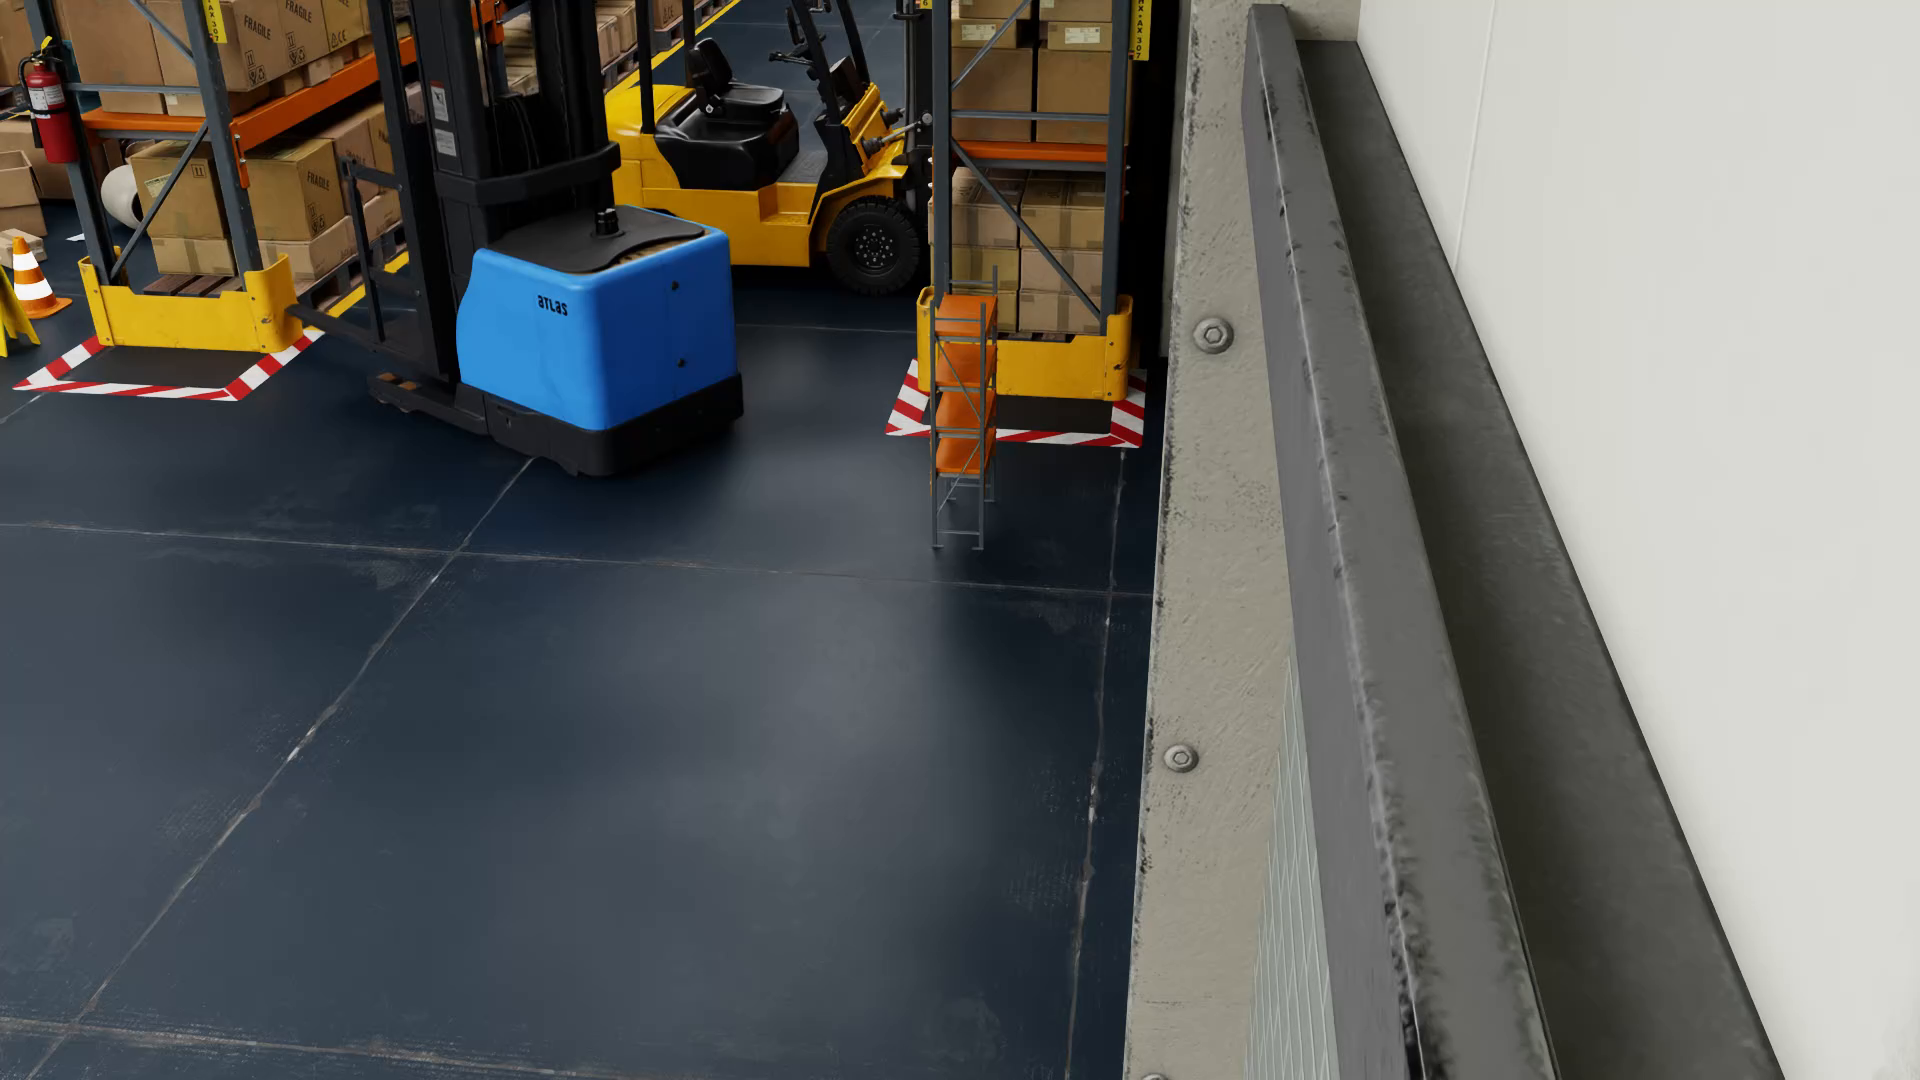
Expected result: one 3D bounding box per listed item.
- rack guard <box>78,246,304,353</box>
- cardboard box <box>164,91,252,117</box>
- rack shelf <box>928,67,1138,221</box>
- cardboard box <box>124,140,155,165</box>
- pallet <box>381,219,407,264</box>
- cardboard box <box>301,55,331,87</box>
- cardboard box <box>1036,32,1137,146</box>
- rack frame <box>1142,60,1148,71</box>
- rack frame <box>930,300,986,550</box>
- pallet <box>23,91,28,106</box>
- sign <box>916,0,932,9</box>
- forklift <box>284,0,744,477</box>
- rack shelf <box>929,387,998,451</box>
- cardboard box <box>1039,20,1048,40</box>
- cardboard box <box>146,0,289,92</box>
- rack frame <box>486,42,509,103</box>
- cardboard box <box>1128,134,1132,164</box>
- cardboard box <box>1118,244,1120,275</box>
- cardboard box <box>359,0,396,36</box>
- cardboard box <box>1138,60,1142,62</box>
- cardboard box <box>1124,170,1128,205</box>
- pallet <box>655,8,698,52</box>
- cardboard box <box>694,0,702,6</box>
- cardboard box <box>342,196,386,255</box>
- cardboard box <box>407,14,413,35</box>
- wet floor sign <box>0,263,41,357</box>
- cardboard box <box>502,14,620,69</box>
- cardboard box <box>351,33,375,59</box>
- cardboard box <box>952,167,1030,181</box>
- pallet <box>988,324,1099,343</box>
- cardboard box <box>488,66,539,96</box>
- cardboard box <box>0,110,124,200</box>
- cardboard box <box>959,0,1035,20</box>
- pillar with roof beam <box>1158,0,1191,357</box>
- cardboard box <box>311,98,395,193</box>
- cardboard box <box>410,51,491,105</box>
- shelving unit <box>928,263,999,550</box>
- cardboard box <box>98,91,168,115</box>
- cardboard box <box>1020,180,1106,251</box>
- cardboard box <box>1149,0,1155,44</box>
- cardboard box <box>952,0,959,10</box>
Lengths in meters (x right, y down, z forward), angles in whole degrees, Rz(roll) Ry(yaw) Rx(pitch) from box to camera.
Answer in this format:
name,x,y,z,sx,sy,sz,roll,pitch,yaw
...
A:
name,x,y,z,sx,sy,sz,roll,pitch,yaw
rack guard,-4.557,-1.431,9.878,1.175,0.500,0.348,3,28,6
cardboard box,-4.319,-2.533,9.553,0.380,0.149,0.250,3,29,6
rack shelf,0.606,-2.833,10.605,1.077,0.370,4.000,3,28,6
cardboard box,-6.306,-2.916,12.882,0.258,0.266,0.396,-17,33,-29
pallet,-4.270,-2.256,11.716,1.003,0.211,1.213,3,28,6
cardboard box,-4.112,-2.889,10.215,0.380,0.149,0.250,4,29,7
cardboard box,0.697,-2.470,9.066,0.500,0.500,0.500,4,29,8
rack frame,1.341,-5.974,15.677,1.000,3.000,0.127,3,28,6
rack frame,-0.010,-0.491,7.397,0.240,1.200,0.015,3,28,6
pallet,-8.834,-4.334,15.572,1.003,0.211,1.213,3,28,6
sign,-0.176,-2.861,8.427,0.100,0.325,0.005,3,28,6
forklift,-2.622,-2.158,8.665,3.031,2.935,1.130,20,34,33
rack shelf,0.020,-0.547,7.642,0.258,0.148,0.480,3,28,6
cardboard box,0.627,-2.803,9.000,0.380,0.149,0.250,3,28,6
cardboard box,-4.233,-2.877,9.509,0.500,0.500,0.500,3,28,5
rack frame,-4.076,-4.378,12.714,1.000,3.000,0.127,3,28,6
cardboard box,0.951,-2.802,11.717,0.500,0.250,0.500,4,29,7
cardboard box,0.704,-1.639,10.085,0.500,0.250,0.500,4,29,7
cardboard box,-4.057,-3.601,10.852,0.500,0.500,0.500,3,28,5
cardboard box,0.947,-3.434,10.855,0.500,0.500,0.500,3,28,5
cardboard box,0.938,-2.587,11.845,0.500,0.250,0.500,3,28,6
pallet,-3.414,-5.400,17.551,1.003,0.211,1.213,3,28,6
cardboard box,-3.305,-6.250,17.987,0.875,0.875,0.875,4,29,7
cardboard box,-4.123,-2.073,10.892,0.500,0.250,0.500,4,29,8
cardboard box,-3.934,-3.620,11.572,0.380,0.149,0.250,3,28,5
wet floor sign,-5.651,-1.431,9.727,0.267,0.644,0.232,14,31,24
cardboard box,-3.747,-4.676,15.594,0.950,0.372,0.625,3,28,5
cardboard box,-4.080,-3.263,10.909,0.380,0.149,0.250,3,28,5
cardboard box,0.164,-2.099,9.885,0.500,0.250,0.500,4,29,7
pallet,0.413,-1.343,10.021,1.003,0.211,1.213,3,28,6
cardboard box,-4.014,-3.653,13.696,0.950,0.372,0.625,4,29,7
cardboard box,-6.757,-2.871,12.405,0.797,0.637,0.503,3,28,6
cardboard box,0.195,-2.850,8.774,0.380,0.149,0.250,3,29,6
pillar with roof beam,-2.932,-5.375,8.239,9.100,9.000,0.400,3,28,6
cardboard box,-4.061,-2.657,11.184,0.500,0.500,0.500,4,29,7
cardboard box,-3.882,-3.389,12.543,0.500,0.500,0.500,3,28,5
shelving unit,0.020,-0.606,7.610,0.258,1.200,0.503,3,28,6
cardboard box,-4.732,-2.573,9.628,0.380,0.149,0.250,4,29,8
cardboard box,0.607,-1.838,9.402,0.500,0.250,0.500,3,28,5
cardboard box,1.671,-5.241,16.508,0.500,0.500,0.500,4,29,8
cardboard box,0.127,-2.840,9.069,0.380,0.149,0.250,4,29,7
